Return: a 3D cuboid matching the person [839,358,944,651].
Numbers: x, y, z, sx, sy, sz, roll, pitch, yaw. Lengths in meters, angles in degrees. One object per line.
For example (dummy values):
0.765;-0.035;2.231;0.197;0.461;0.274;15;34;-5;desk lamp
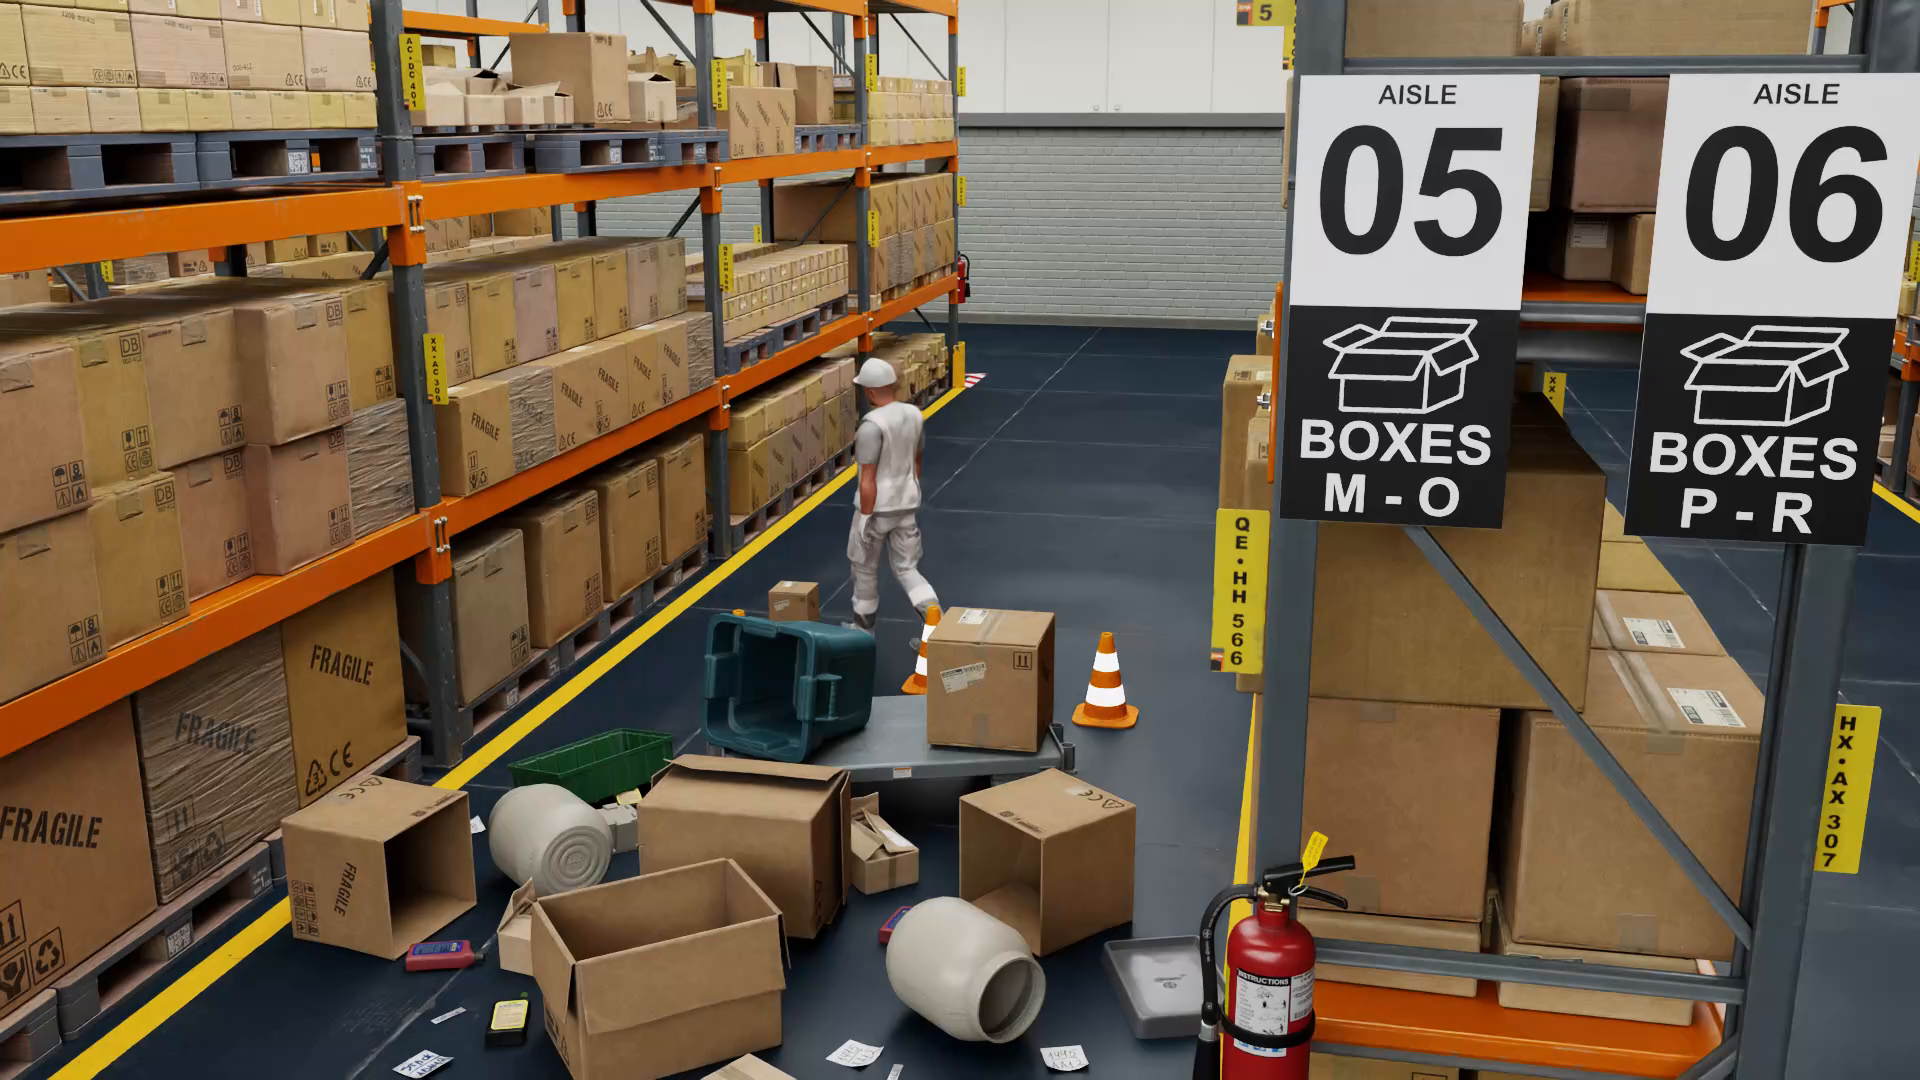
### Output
-0.407;-0.170;9.650;0.560;1.772;0.897;-12;19;-39;person
